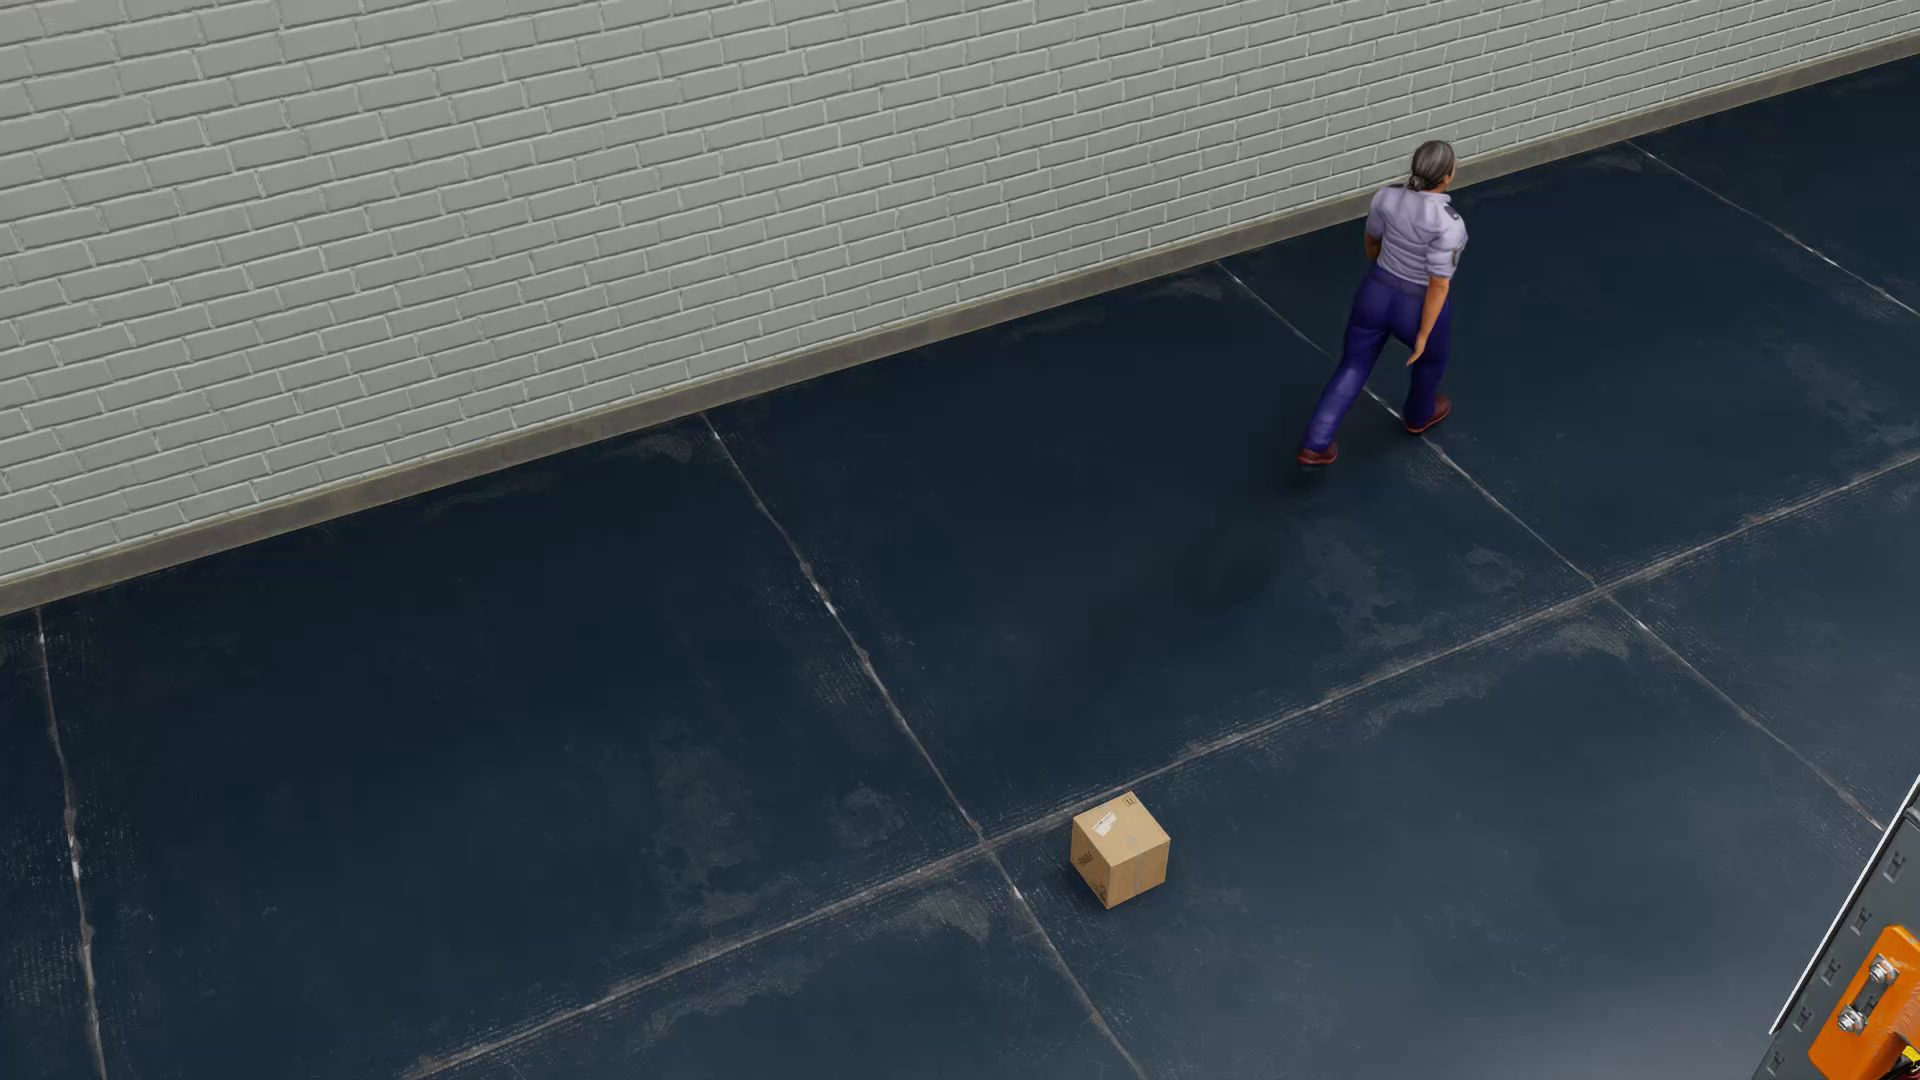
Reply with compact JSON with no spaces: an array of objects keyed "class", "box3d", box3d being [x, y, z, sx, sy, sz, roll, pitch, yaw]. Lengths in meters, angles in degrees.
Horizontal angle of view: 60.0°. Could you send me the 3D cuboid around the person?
[{"class":"person","box3d":[1.942,-1.049,7.347,0.484,1.597,0.992,29,49,28]}]
